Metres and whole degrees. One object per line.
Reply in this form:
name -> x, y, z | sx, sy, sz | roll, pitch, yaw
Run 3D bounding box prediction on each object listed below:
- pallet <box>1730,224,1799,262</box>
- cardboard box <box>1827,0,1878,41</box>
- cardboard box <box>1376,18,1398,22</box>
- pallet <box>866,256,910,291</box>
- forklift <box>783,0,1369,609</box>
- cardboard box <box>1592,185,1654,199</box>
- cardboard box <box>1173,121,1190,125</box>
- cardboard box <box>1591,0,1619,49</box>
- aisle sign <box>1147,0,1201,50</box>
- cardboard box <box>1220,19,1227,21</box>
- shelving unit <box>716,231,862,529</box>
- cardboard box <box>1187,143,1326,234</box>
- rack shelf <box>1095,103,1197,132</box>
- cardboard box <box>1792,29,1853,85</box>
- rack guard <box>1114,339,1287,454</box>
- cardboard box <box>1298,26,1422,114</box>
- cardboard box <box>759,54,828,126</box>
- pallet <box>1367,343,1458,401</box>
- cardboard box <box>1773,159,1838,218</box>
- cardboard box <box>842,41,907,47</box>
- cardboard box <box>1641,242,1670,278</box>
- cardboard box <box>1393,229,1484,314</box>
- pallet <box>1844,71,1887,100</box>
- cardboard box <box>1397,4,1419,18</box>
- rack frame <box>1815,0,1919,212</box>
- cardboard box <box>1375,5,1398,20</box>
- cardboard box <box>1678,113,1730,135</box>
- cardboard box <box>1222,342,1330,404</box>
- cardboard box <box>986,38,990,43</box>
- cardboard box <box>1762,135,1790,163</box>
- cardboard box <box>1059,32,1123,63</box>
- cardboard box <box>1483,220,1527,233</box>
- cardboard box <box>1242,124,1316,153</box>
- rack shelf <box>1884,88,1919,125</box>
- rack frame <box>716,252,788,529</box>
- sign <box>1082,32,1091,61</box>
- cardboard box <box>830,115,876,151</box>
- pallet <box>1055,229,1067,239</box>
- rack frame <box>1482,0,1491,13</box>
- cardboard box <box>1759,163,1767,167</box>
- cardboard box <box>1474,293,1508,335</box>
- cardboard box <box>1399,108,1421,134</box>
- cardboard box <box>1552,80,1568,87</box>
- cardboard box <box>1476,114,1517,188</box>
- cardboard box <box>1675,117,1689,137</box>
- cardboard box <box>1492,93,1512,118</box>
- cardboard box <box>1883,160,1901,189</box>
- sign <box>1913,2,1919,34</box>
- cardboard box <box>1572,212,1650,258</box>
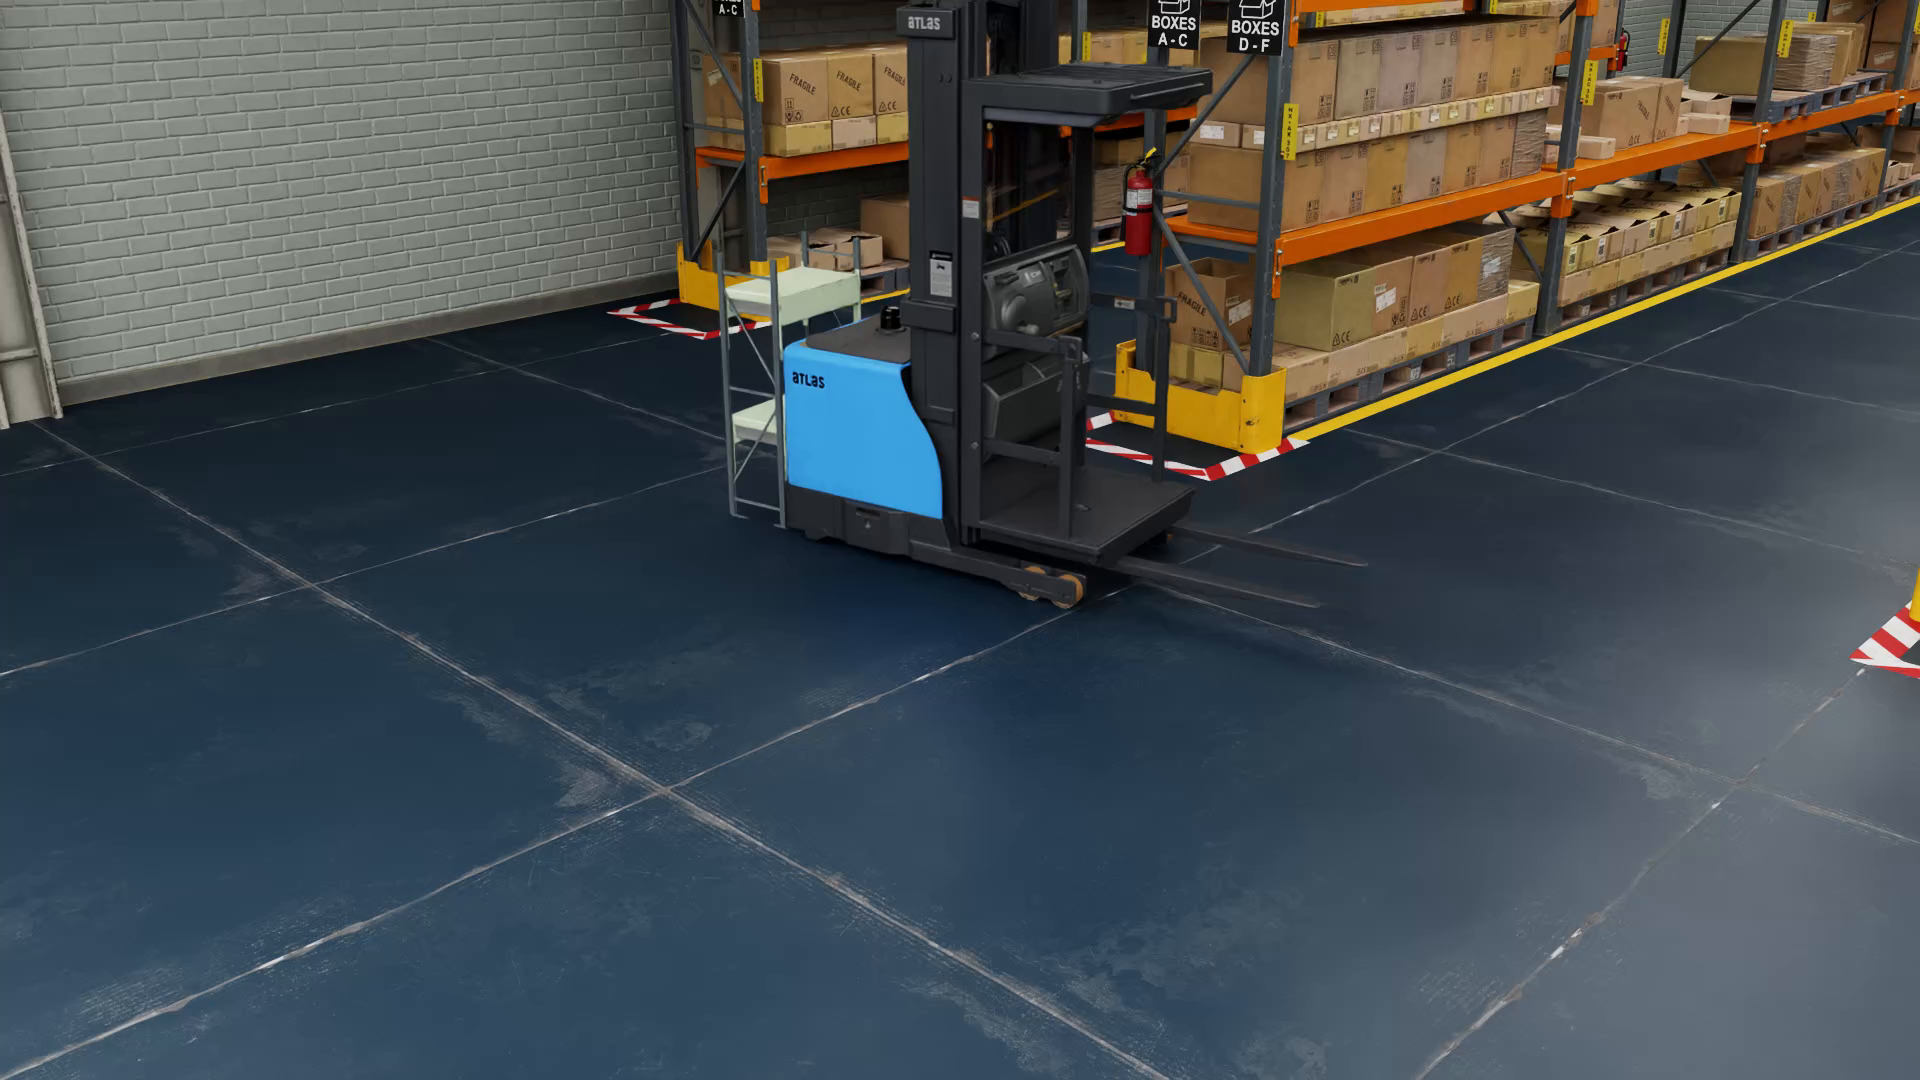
pallet -> 7.696, -3.063, 16.751 | 1.003, 0.211, 1.213 | 19, 28, 41
cardboard box -> 10.106, -5.919, 18.760 | 0.500, 0.500, 0.500 | 19, 28, 41
cardboard box -> 4.837, -5.937, 19.757 | 0.500, 0.500, 0.500 | 19, 28, 40
pallet -> -0.489, -2.595, 15.532 | 1.003, 0.211, 1.213 | 19, 28, 41
forklift -> 0.563, -1.247, 8.234 | 3.031, 2.935, 1.130 | 13, 25, 31
cardboard box -> 6.212, -3.159, 15.577 | 0.500, 0.311, 0.500 | 18, 28, 39
cardboard box -> 2.689, -4.481, 18.378 | 0.500, 0.250, 0.500 | -20, 28, -41
cardboard box -> 8.829, -7.484, 23.948 | 0.700, 0.700, 0.980 | -19, 28, -40
aisle sign -> 1.311, -3.396, 10.106 | 0.394, 0.787, 0.004 | 19, 28, 41
cardboard box -> 3.276, -5.550, 18.581 | 0.700, 0.500, 0.500 | 15, 26, 35
shelving unit -> -0.931, -0.914, 9.362 | 0.431, 1.500, 0.755 | 13, 25, 31
cardboard box -> 1.902, -2.290, 10.711 | 0.700, 0.500, 0.500 | 19, 28, 41
rack shelf -> 2.201, -4.572, 17.790 | 1.077, 0.370, 4.000 | 19, 28, 41
cardboard box -> 8.750, -4.984, 17.136 | 0.700, 0.500, 0.500 | 12, 24, 27
rack guard -> 1.551, -0.953, 10.858 | 1.175, 0.500, 0.348 | 19, 28, 41
cardboard box -> 2.653, -3.175, 11.207 | 0.700, 0.500, 0.500 | 19, 28, 41
cardboard box -> -1.436, -3.702, 13.661 | 0.500, 0.500, 0.500 | 19, 28, 41
pallet -> 2.922, -1.344, 12.276 | 1.003, 0.211, 1.213 | 19, 28, 41
cardboard box -> 8.745, -3.666, 17.302 | 0.500, 0.500, 0.500 | 18, 27, 39
cardboard box -> -0.741, -4.219, 15.007 | 0.500, 0.500, 0.500 | -20, 29, -41
cardboard box -> 5.889, -2.504, 14.656 | 0.500, 0.250, 0.500 | -20, 28, -41
cardboard box -> 3.488, -1.988, 12.268 | 0.500, 0.500, 0.500 | 19, 28, 41
pallet -> 9.303, -4.943, 18.022 | 1.003, 0.211, 1.213 | 19, 28, 41
cardboard box -> 5.170, -6.419, 19.967 | 0.500, 0.250, 0.500 | 19, 28, 40
rack frame -> 9.939, -5.211, 18.451 | 1.000, 3.000, 0.127 | 19, 28, 41
cardboard box -> 4.818, -6.286, 19.622 | 0.500, 0.250, 0.500 | 20, 28, 41
cardboard box -> 6.719, -3.765, 15.039 | 0.380, 0.149, 0.250 | 19, 28, 41
cardboard box -> 2.101, -1.121, 11.057 | 0.500, 0.250, 0.500 | 19, 28, 41
cardboard box -> 0.354, -4.354, 15.357 | 0.500, 0.500, 0.500 | 19, 28, 40
cardboard box -> 8.379, -4.150, 17.516 | 0.500, 0.250, 0.500 | 19, 28, 40
cardboard box -> 1.185, -4.768, 16.545 | 0.700, 0.500, 0.500 | 19, 28, 41
cardboard box -> 4.435, -2.505, 13.875 | 0.500, 0.311, 0.500 | 19, 28, 41
cardboard box -> 1.995, -2.523, 10.413 | 0.380, 0.149, 0.250 | 19, 28, 40
rack shelf -> 11.334, -5.389, 19.917 | 1.077, 0.370, 4.000 | 19, 28, 41
rack frame -> -1.132, -0.804, 9.076 | 0.400, 1.500, 0.023 | 13, 25, 31
sign -> 1.200, -4.663, 15.820 | 0.100, 0.325, 0.005 | 19, 28, 41
cardboard box -> -1.065, -3.487, 14.148 | 0.500, 0.250, 0.500 | 18, 28, 39
pallet -> 0.363, -2.910, 16.352 | 1.003, 0.211, 1.213 | 19, 28, 41
rack frame -> 6.387, -6.450, 21.674 | 1.000, 3.000, 0.127 | 19, 28, 41
cardboard box -> 7.994, -3.653, 17.269 | 0.500, 0.500, 0.500 | 18, 27, 39
cardboard box -> 3.835, -1.767, 12.738 | 0.500, 0.250, 0.500 | 19, 28, 41
cardboard box -> 2.892, -2.854, 11.276 | 0.380, 0.149, 0.250 | 19, 28, 40
cardboard box -> 8.624, -6.460, 23.697 | 0.250, 0.149, 0.380 | -19, 28, -41
cardboard box -> 3.689, -2.948, 12.425 | 0.700, 0.500, 0.500 | 19, 28, 40
cardboard box -> 6.299, -3.723, 14.931 | 0.250, 0.149, 0.380 | -18, 27, -38
cardboard box -> 3.784, -3.182, 12.128 | 0.380, 0.149, 0.250 | 19, 28, 41
cardboard box -> 10.386, -4.215, 18.994 | 0.500, 0.311, 0.500 | 19, 28, 41
sign -> 10.339, -5.613, 17.884 | 0.100, 0.325, 0.005 | 19, 28, 41
cardboard box -> 5.538, -2.633, 14.210 | 0.500, 0.311, 0.500 | 18, 27, 39
